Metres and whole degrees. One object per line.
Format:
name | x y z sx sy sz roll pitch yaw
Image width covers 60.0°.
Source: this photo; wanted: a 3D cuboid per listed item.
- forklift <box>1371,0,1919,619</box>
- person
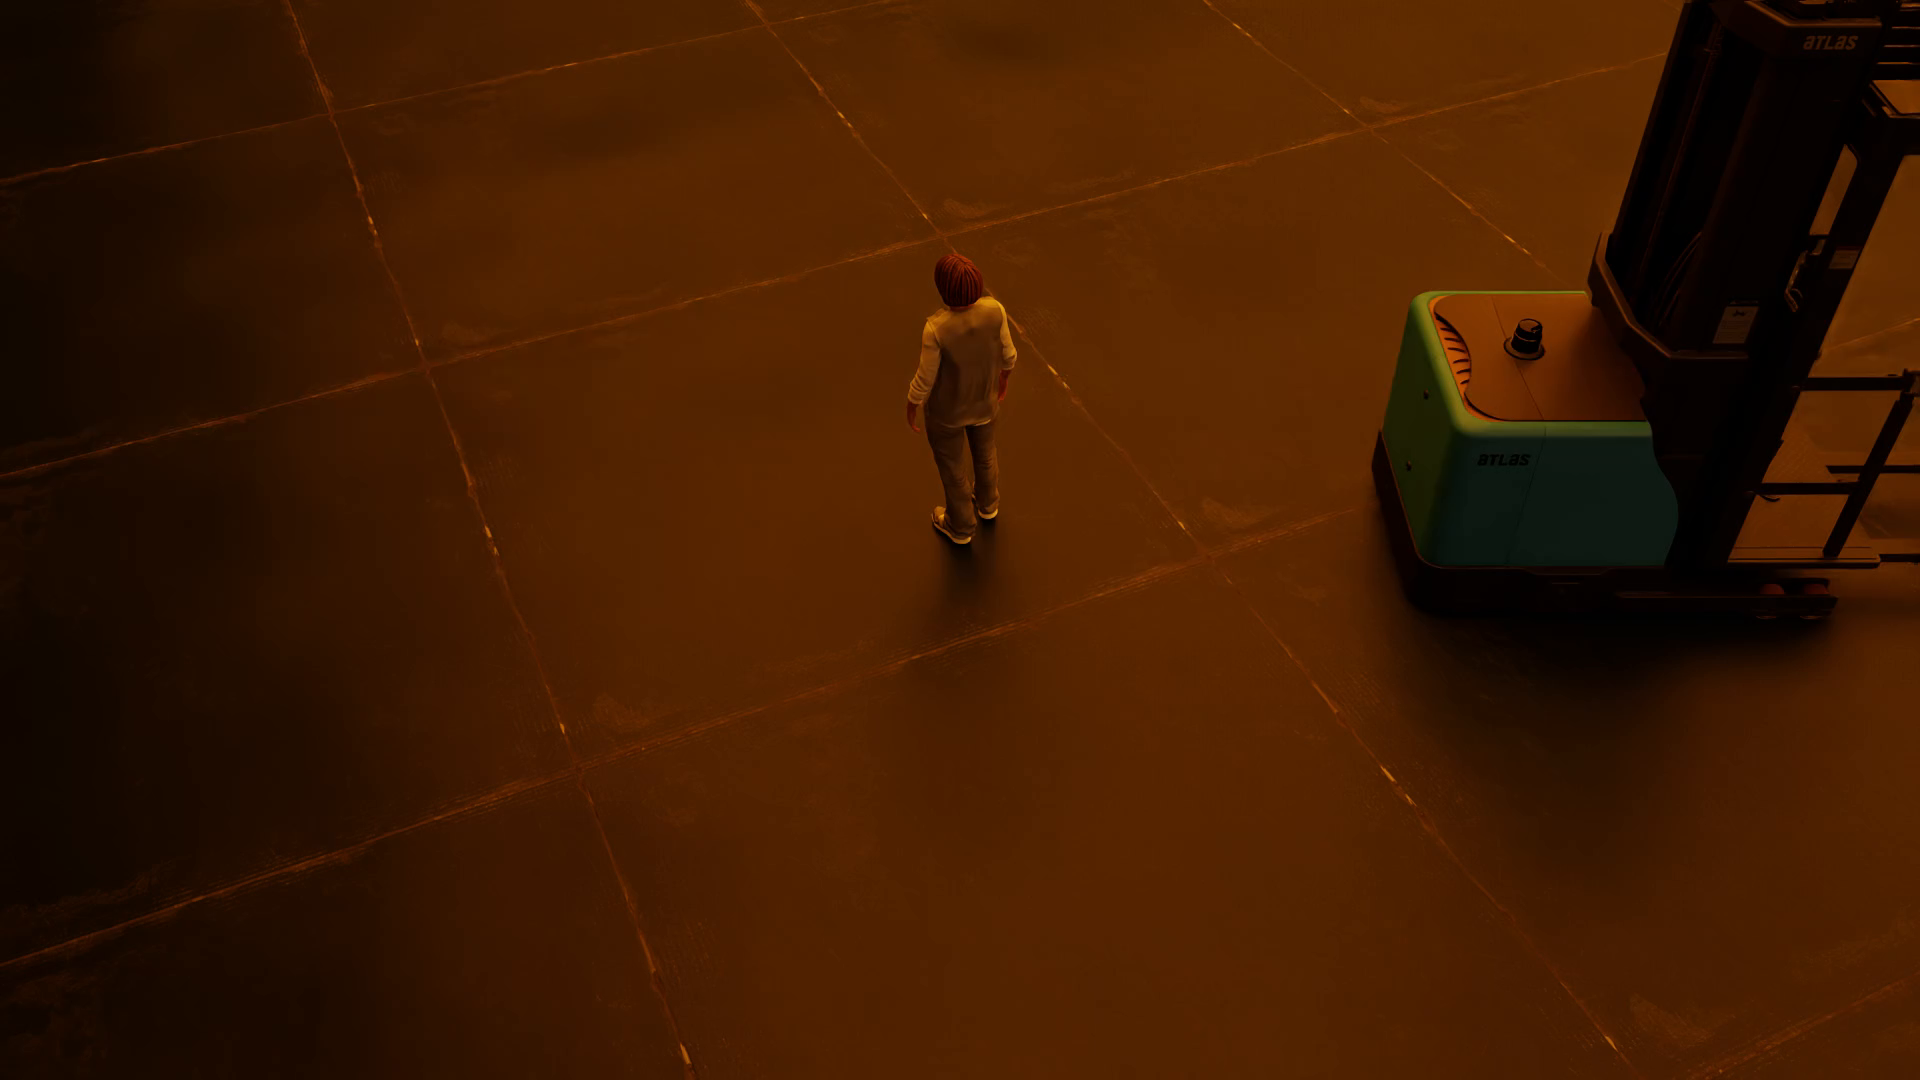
forklift | 3.519 -1.081 6.839 3.031 2.935 1.130 0 43 0
person | -0.018 -0.639 7.332 0.520 1.597 0.475 -18 46 -18
